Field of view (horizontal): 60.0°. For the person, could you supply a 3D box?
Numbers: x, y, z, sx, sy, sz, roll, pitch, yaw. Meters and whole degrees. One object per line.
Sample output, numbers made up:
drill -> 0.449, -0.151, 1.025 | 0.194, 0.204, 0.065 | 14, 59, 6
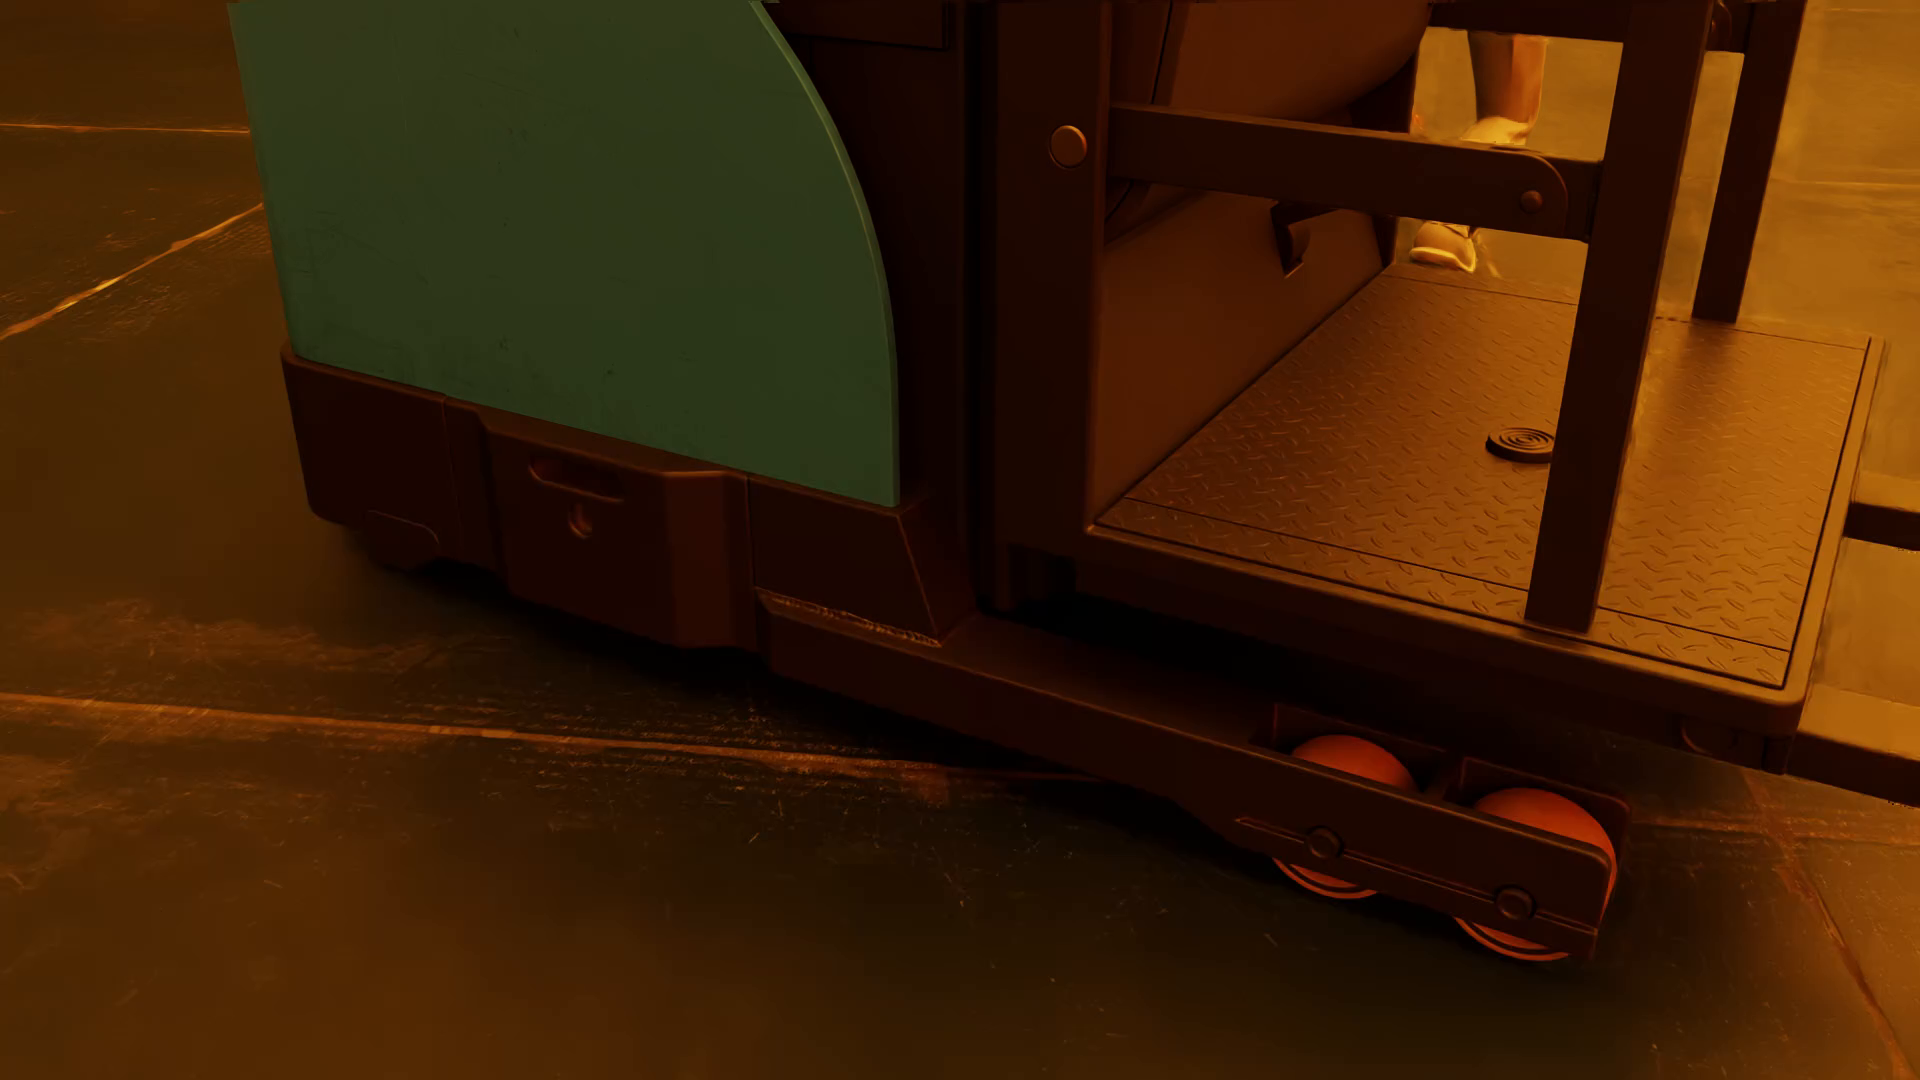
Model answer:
person -> 0.809, -1.296, 3.382 | 0.997, 1.555, 0.818 | 5, 27, 10

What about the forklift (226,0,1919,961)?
forklift -> 0.572, -1.165, 1.551 | 3.031, 2.935, 1.130 | 14, 30, 26
